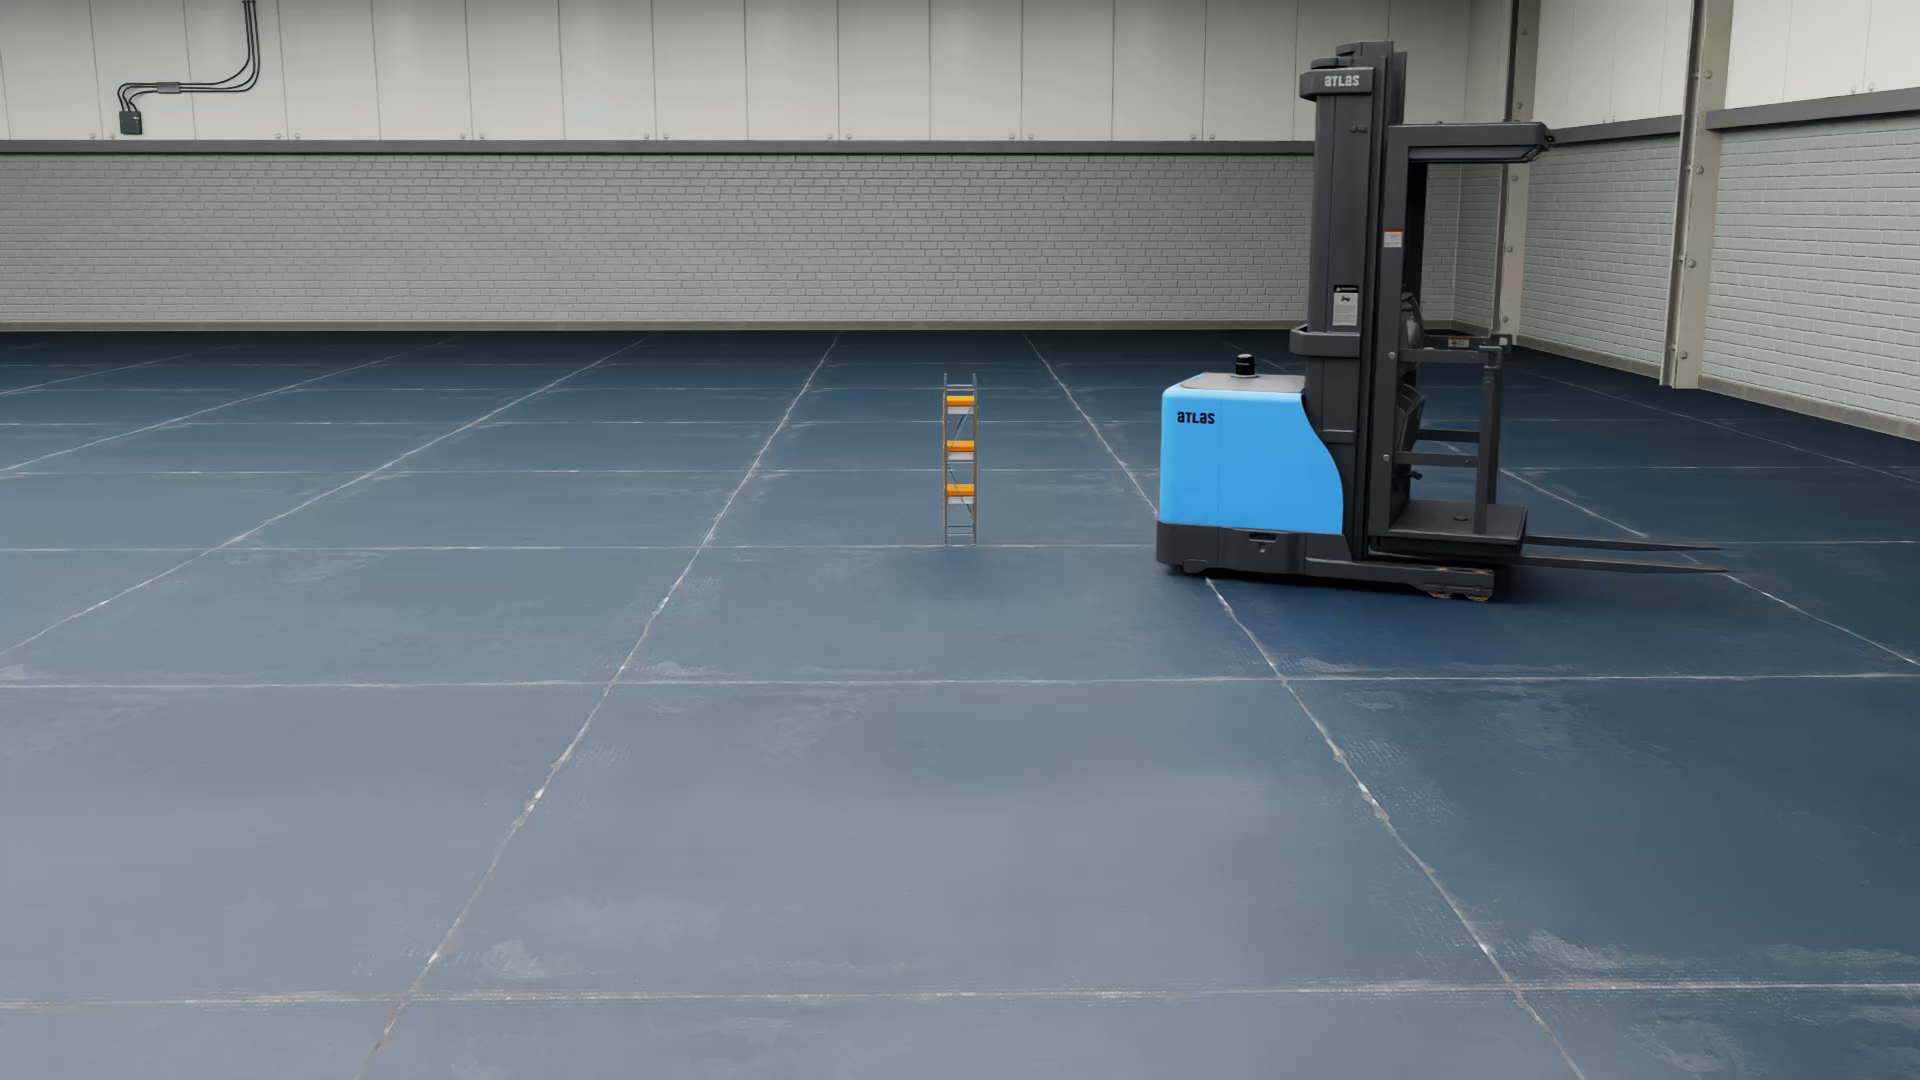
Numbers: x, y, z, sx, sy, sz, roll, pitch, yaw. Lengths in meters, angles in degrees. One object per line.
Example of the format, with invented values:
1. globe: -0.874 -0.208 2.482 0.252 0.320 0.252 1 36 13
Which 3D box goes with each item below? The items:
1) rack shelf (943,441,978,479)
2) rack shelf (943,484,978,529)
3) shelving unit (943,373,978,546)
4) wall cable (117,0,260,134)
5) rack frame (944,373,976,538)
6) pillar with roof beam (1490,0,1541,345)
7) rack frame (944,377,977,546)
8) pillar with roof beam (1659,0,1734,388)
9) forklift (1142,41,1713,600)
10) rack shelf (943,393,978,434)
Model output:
1. rack shelf: 0.001 -0.494 10.404 0.215 0.259 0.240 0 11 -1
2. rack shelf: 0.001 -0.221 10.460 0.215 0.259 0.240 0 11 -1
3. shelving unit: 0.001 -0.504 10.402 0.215 1.050 0.252 0 11 -1
4. wall cable: -12.480 -9.555 26.472 2.305 6.003 0.169 0 11 -1
5. rack frame: -0.001 -0.528 10.522 0.200 1.050 0.008 0 11 -1
6. pillar with roof beam: 3.956 -7.373 24.271 9.100 9.000 0.400 0 11 -1
7. rack frame: 0.004 -0.480 10.283 0.200 1.050 0.008 0 11 -1
8. pillar with roof beam: 4.080 -6.181 18.392 9.100 9.000 0.400 0 11 -1
9. forklift: 2.627 -1.231 9.256 3.031 2.935 1.130 4 12 20
10. rack shelf: 0.001 -0.772 10.348 0.215 0.259 0.240 0 11 -1
